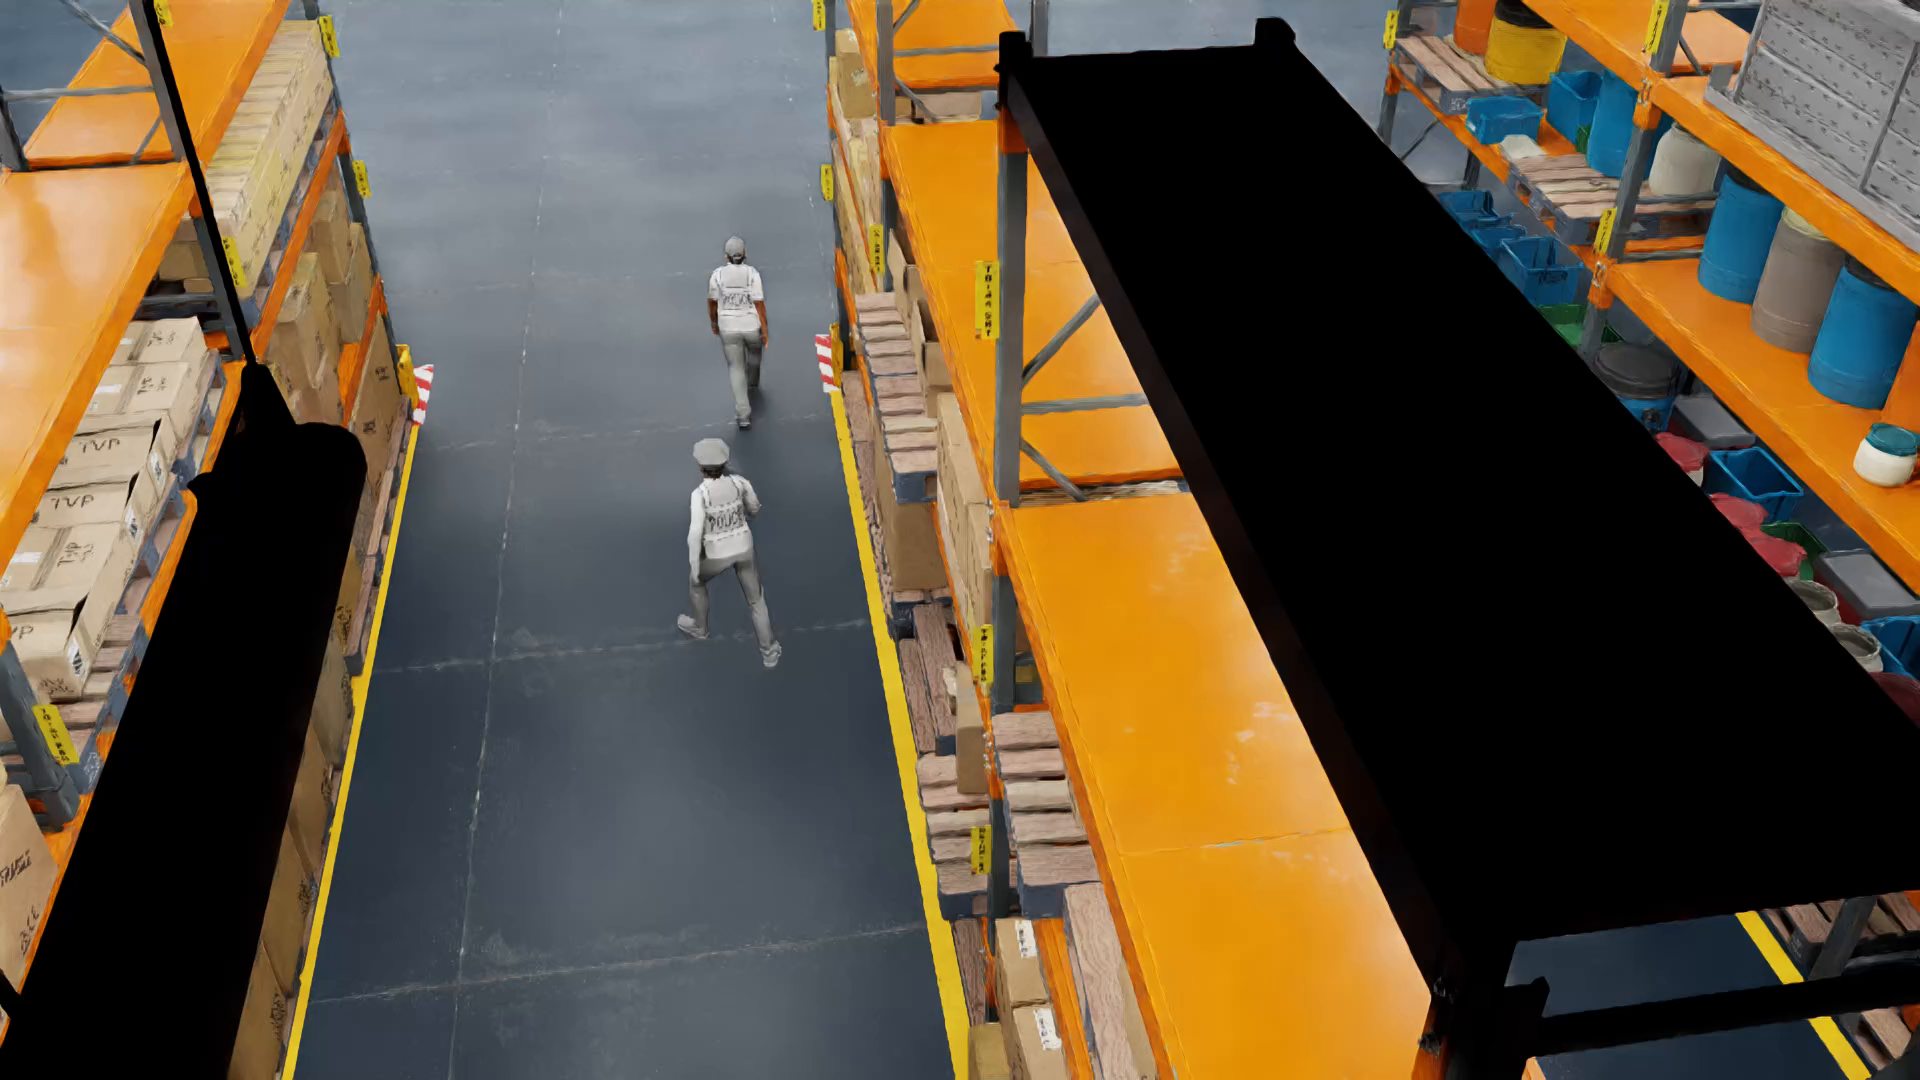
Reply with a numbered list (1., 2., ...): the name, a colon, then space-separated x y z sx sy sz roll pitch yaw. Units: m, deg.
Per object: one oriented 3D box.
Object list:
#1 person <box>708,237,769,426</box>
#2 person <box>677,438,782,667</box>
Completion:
1. person: -1.957 -1.902 14.680 0.492 1.605 1.000 -7 37 -9
2. person: -1.617 0.093 11.488 0.638 1.603 0.815 -16 39 -21
